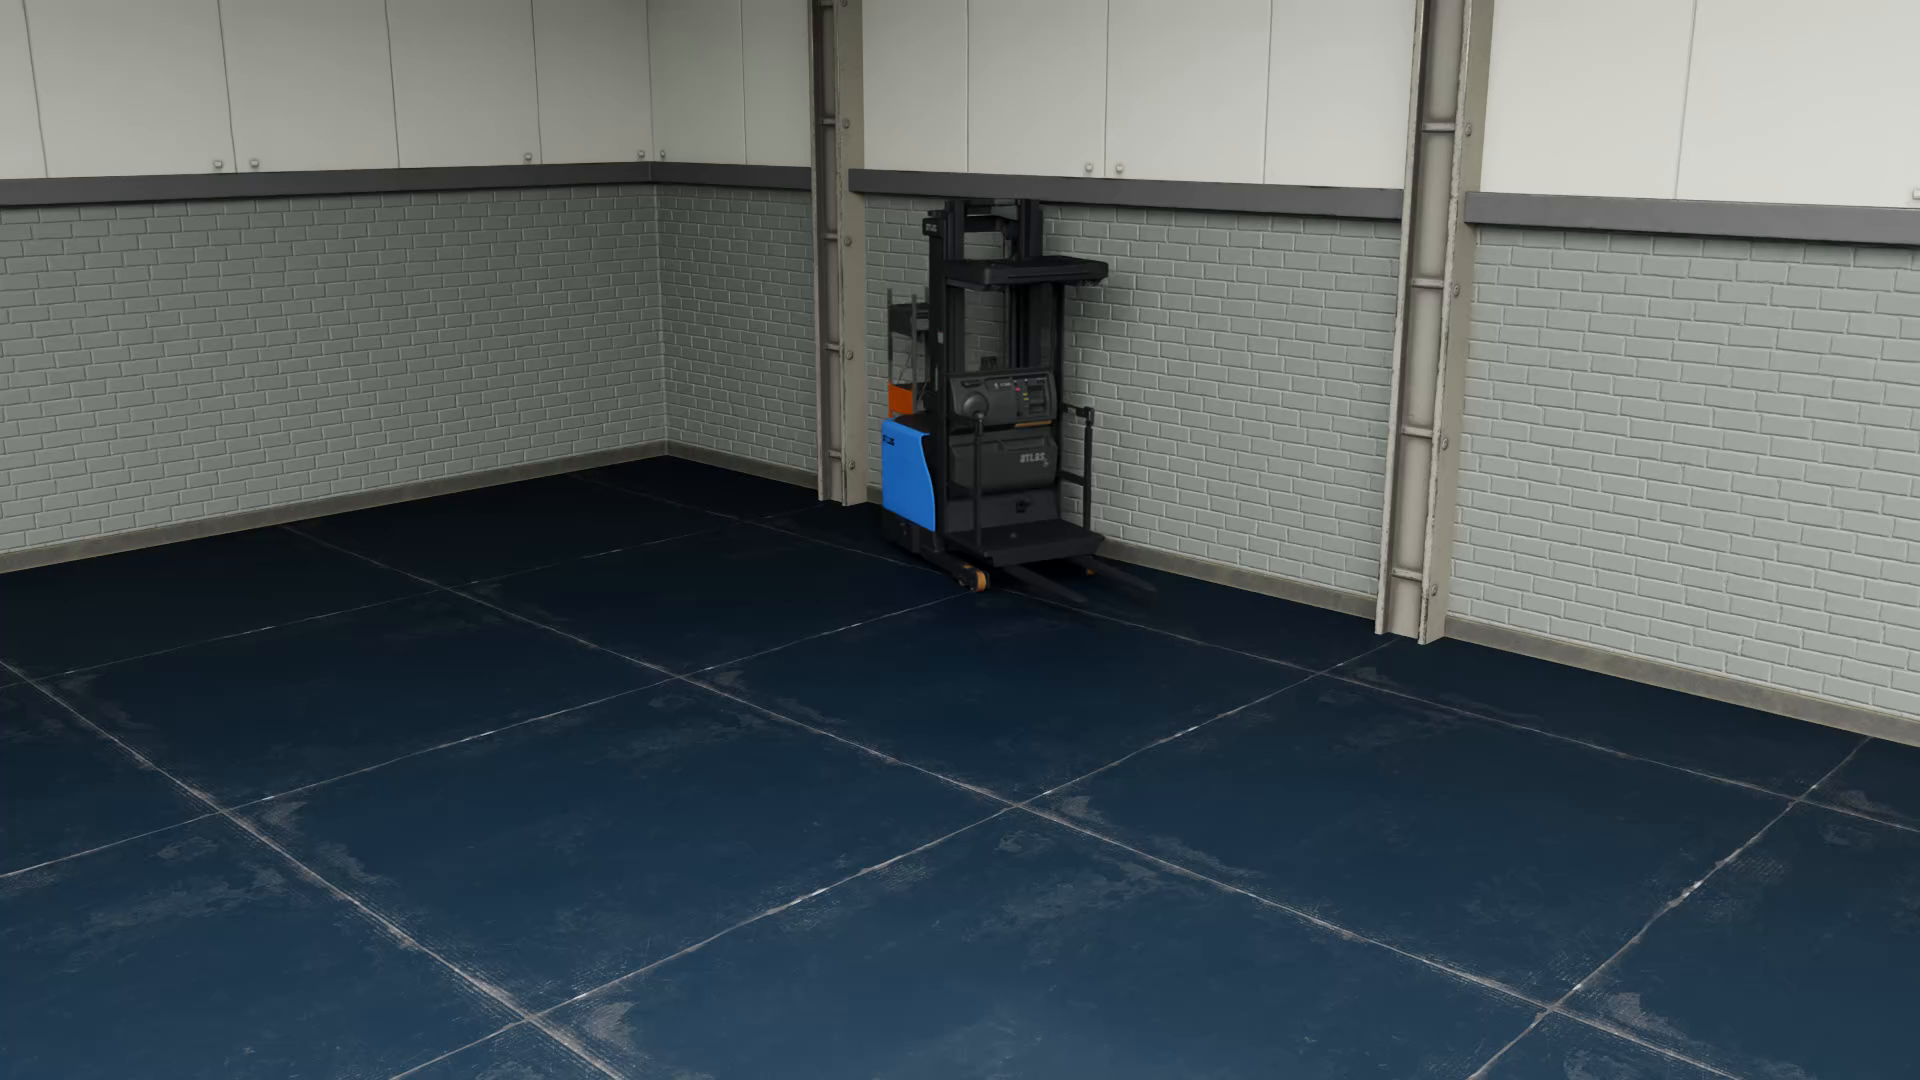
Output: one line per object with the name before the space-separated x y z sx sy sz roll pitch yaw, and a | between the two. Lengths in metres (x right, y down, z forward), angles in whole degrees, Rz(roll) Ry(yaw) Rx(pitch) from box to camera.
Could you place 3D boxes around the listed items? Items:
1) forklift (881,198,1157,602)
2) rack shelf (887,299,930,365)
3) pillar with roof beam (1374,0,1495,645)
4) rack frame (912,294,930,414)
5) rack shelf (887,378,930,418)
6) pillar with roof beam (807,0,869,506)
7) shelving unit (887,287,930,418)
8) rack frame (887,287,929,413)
forklift | 0.448 -1.142 13.002 1.130 2.935 3.031 -8 16 -27
rack shelf | -0.341 -1.807 14.479 0.431 0.518 0.480 -7 16 -27
pillar with roof beam | 0.221 -2.903 7.726 0.400 9.000 9.100 14 20 42
rack frame | -0.229 -1.088 14.442 0.400 2.100 0.015 -7 16 -27
rack shelf | -0.342 -1.130 14.655 0.431 0.518 0.480 -7 16 -27
pillar with roof beam | -4.098 -3.953 11.756 0.400 9.000 9.100 14 20 42
shelving unit | -0.342 -1.143 14.651 0.431 2.100 0.503 -7 16 -27
rack frame | -0.455 -1.197 14.860 0.400 2.100 0.015 -7 16 -27
